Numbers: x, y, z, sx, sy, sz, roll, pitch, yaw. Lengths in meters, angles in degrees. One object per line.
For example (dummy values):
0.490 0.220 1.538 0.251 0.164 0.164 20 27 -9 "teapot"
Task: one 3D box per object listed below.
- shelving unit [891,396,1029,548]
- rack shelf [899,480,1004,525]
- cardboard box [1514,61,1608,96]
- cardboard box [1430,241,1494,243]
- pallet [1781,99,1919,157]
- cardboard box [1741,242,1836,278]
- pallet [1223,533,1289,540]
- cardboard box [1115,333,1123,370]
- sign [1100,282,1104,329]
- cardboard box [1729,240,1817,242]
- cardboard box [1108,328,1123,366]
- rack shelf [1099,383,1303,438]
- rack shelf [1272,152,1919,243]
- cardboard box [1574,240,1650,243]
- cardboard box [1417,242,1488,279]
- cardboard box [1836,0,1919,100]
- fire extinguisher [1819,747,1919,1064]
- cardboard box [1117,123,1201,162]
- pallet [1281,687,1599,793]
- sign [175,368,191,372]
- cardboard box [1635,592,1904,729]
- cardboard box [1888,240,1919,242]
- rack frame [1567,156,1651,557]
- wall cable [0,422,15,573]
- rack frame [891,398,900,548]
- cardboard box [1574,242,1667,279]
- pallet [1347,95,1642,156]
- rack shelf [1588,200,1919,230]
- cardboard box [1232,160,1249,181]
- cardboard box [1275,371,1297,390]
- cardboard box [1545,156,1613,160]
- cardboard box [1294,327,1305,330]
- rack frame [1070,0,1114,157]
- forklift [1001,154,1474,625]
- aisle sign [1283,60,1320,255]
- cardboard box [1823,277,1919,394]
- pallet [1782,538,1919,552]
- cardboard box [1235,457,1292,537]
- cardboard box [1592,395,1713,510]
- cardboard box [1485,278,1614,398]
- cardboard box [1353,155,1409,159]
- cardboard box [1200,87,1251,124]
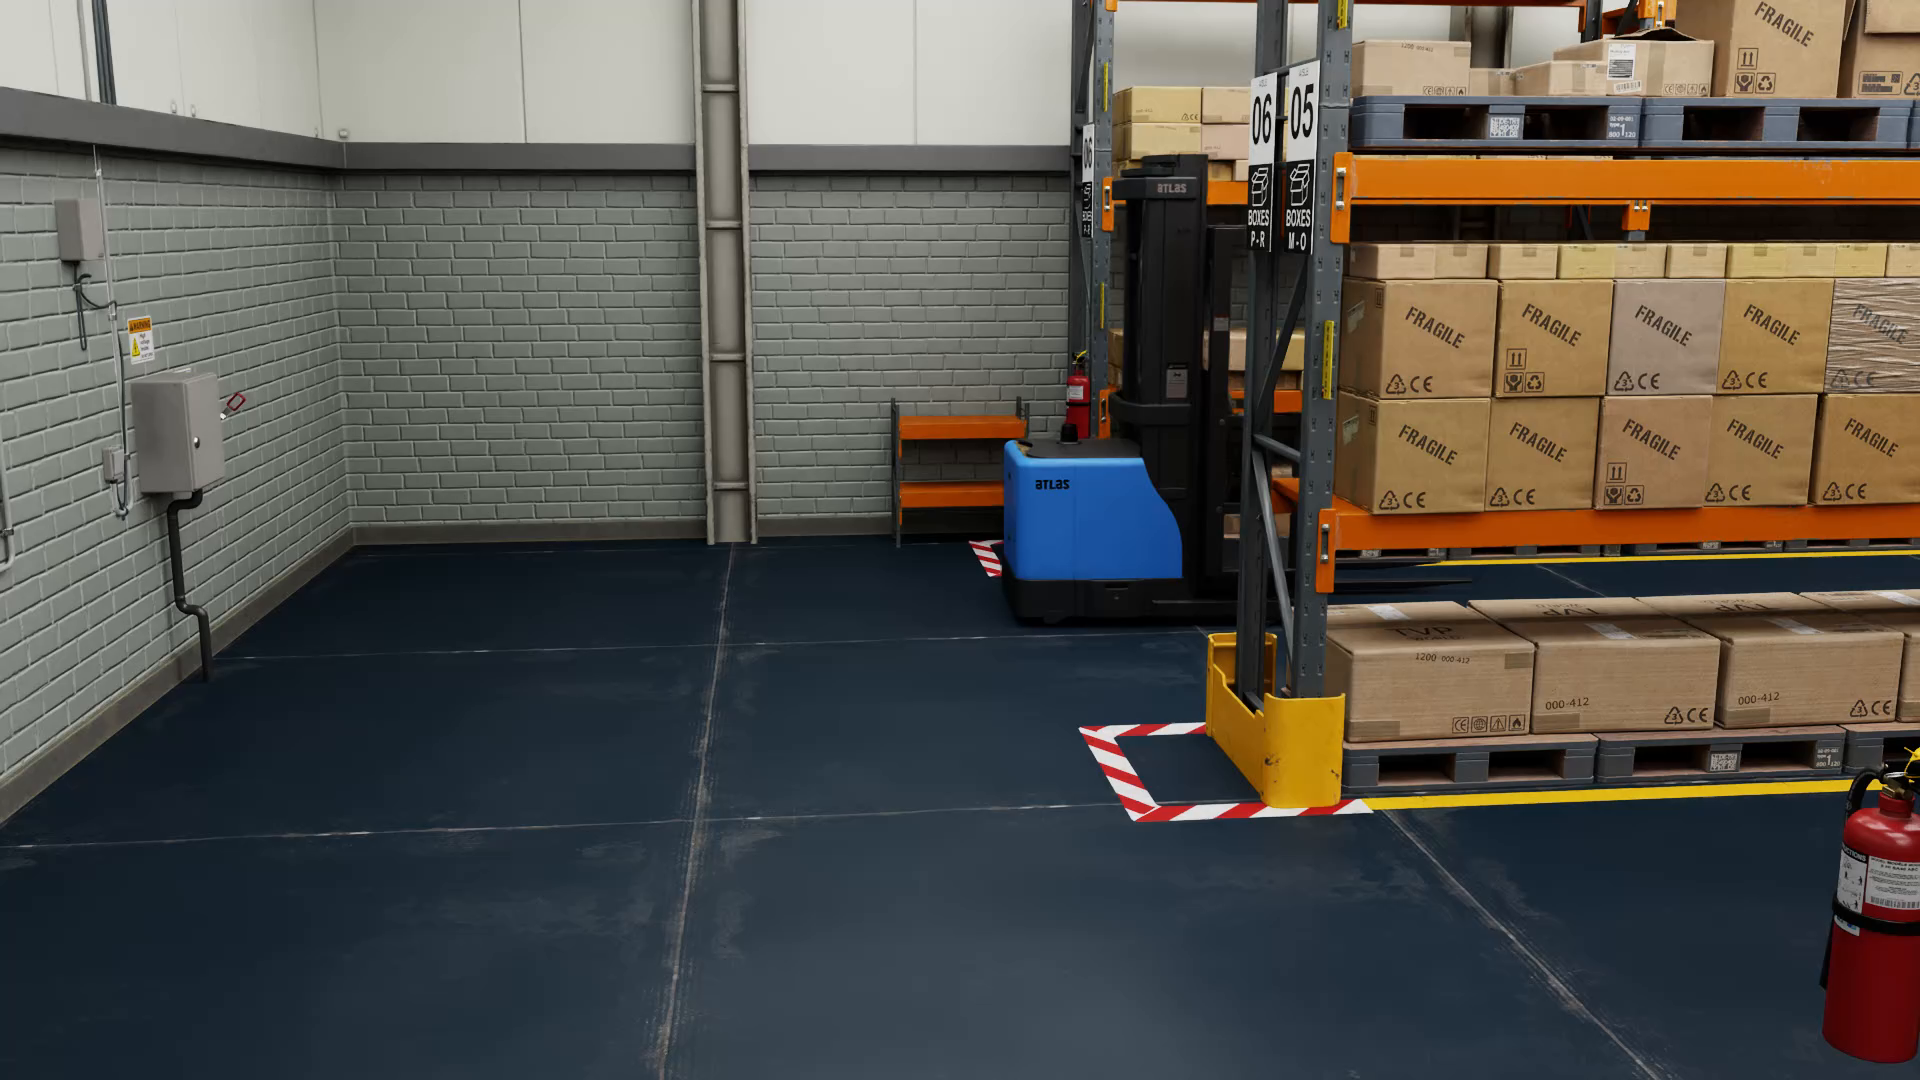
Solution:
-0.006 -0.552 13.258 1.048 1.125 0.538 -1 11 -6 "shelving unit"
-0.006 -0.312 13.305 1.000 0.278 0.538 -1 11 -6 "rack shelf"
2.599 -1.983 7.206 0.250 0.149 0.380 -1 11 -4 "cardboard box"
2.325 -1.336 7.855 0.250 0.149 0.380 -1 11 -7 "cardboard box"
4.655 -1.897 7.697 1.213 0.211 1.003 -1 11 -6 "pallet"
3.677 -1.252 7.428 0.250 0.149 0.380 -1 11 -6 "cardboard box"
1.821 -0.003 12.835 1.213 0.211 1.003 -1 11 -6 "pallet"
1.433 -1.383 12.243 0.500 0.250 0.500 -1 11 -6 "cardboard box"
1.012 -1.673 11.860 0.005 0.325 0.100 -1 11 -6 "sign"
3.863 -1.349 7.921 0.250 0.149 0.380 -1 11 -6 "cardboard box"
1.382 -1.485 12.766 0.500 0.250 0.500 -1 11 -4 "cardboard box"
2.941 -1.041 12.754 4.000 0.370 1.077 -1 11 -6 "rack shelf"
3.481 -1.561 7.623 4.000 0.370 1.077 -1 11 -6 "rack shelf"
3.091 -1.342 7.884 0.250 0.149 0.380 -1 11 -5 "cardboard box"
2.129 -1.232 7.327 0.250 0.149 0.380 -1 11 -5 "cardboard box"
4.132 -2.228 7.531 0.637 0.503 0.797 0 11 -2 "cardboard box"
1.828 0.684 3.280 0.183 0.674 0.296 -1 11 -6 "fire extinguisher"
1.424 -2.854 11.949 0.500 0.250 0.500 -1 11 -7 "cardboard box"
2.279 0.936 8.061 1.213 0.211 1.003 -1 11 -6 "pallet"
-4.451 -0.729 9.544 0.001 0.494 0.329 -1 11 -6 "sign"
3.944 0.578 8.204 0.875 0.438 0.875 -2 11 -8 "cardboard box"
4.625 -1.363 7.995 0.250 0.149 0.380 -1 11 -7 "cardboard box"
4.930 -1.436 12.896 0.127 3.000 1.000 -1 11 -6 "rack frame"
-4.110 -0.793 6.909 0.123 1.953 0.585 -1 11 -6 "wall cable"
-0.511 -0.541 13.203 0.032 1.125 0.500 -1 11 -6 "rack frame"
2.914 -1.240 7.367 0.250 0.149 0.380 -1 11 -6 "cardboard box"
2.229 -1.847 7.439 1.213 0.211 1.003 -1 11 -6 "pallet"
6.918 -2.596 12.888 4.000 0.370 1.077 -1 11 -6 "rack shelf"
2.069 -2.661 12.004 0.250 0.149 0.380 -1 11 -5 "cardboard box"
2.336 -1.210 12.398 0.250 0.149 0.380 -1 11 -5 "cardboard box"
4.477 -2.922 12.297 0.500 0.250 0.500 -1 11 -6 "cardboard box"
2.907 -1.516 12.922 0.500 0.250 0.500 -1 11 -6 "cardboard box"
0.953 -4.296 11.894 0.127 3.000 1.000 -1 11 -6 "rack frame"
1.824 -0.997 10.842 3.031 2.935 1.130 -1 11 -4 "forklift"
1.453 -1.619 7.090 0.004 0.787 0.394 -1 11 -6 "aisle sign"
4.020 -0.940 7.520 0.500 0.500 0.500 -1 11 -5 "cardboard box"
6.950 -0.118 13.421 1.213 0.211 1.003 -1 11 -6 "pallet"
2.425 -0.337 12.698 0.500 0.500 0.700 -1 11 -4 "cardboard box"
3.009 -0.428 7.509 0.500 0.500 0.500 -1 11 -6 "cardboard box"
2.514 -0.908 7.359 0.500 0.500 0.500 -2 11 -8 "cardboard box"
2.949 -2.892 12.143 0.500 0.250 0.500 -1 11 -7 "cardboard box"
1.929 -3.110 11.958 0.500 0.250 0.500 -1 11 -6 "cardboard box"
